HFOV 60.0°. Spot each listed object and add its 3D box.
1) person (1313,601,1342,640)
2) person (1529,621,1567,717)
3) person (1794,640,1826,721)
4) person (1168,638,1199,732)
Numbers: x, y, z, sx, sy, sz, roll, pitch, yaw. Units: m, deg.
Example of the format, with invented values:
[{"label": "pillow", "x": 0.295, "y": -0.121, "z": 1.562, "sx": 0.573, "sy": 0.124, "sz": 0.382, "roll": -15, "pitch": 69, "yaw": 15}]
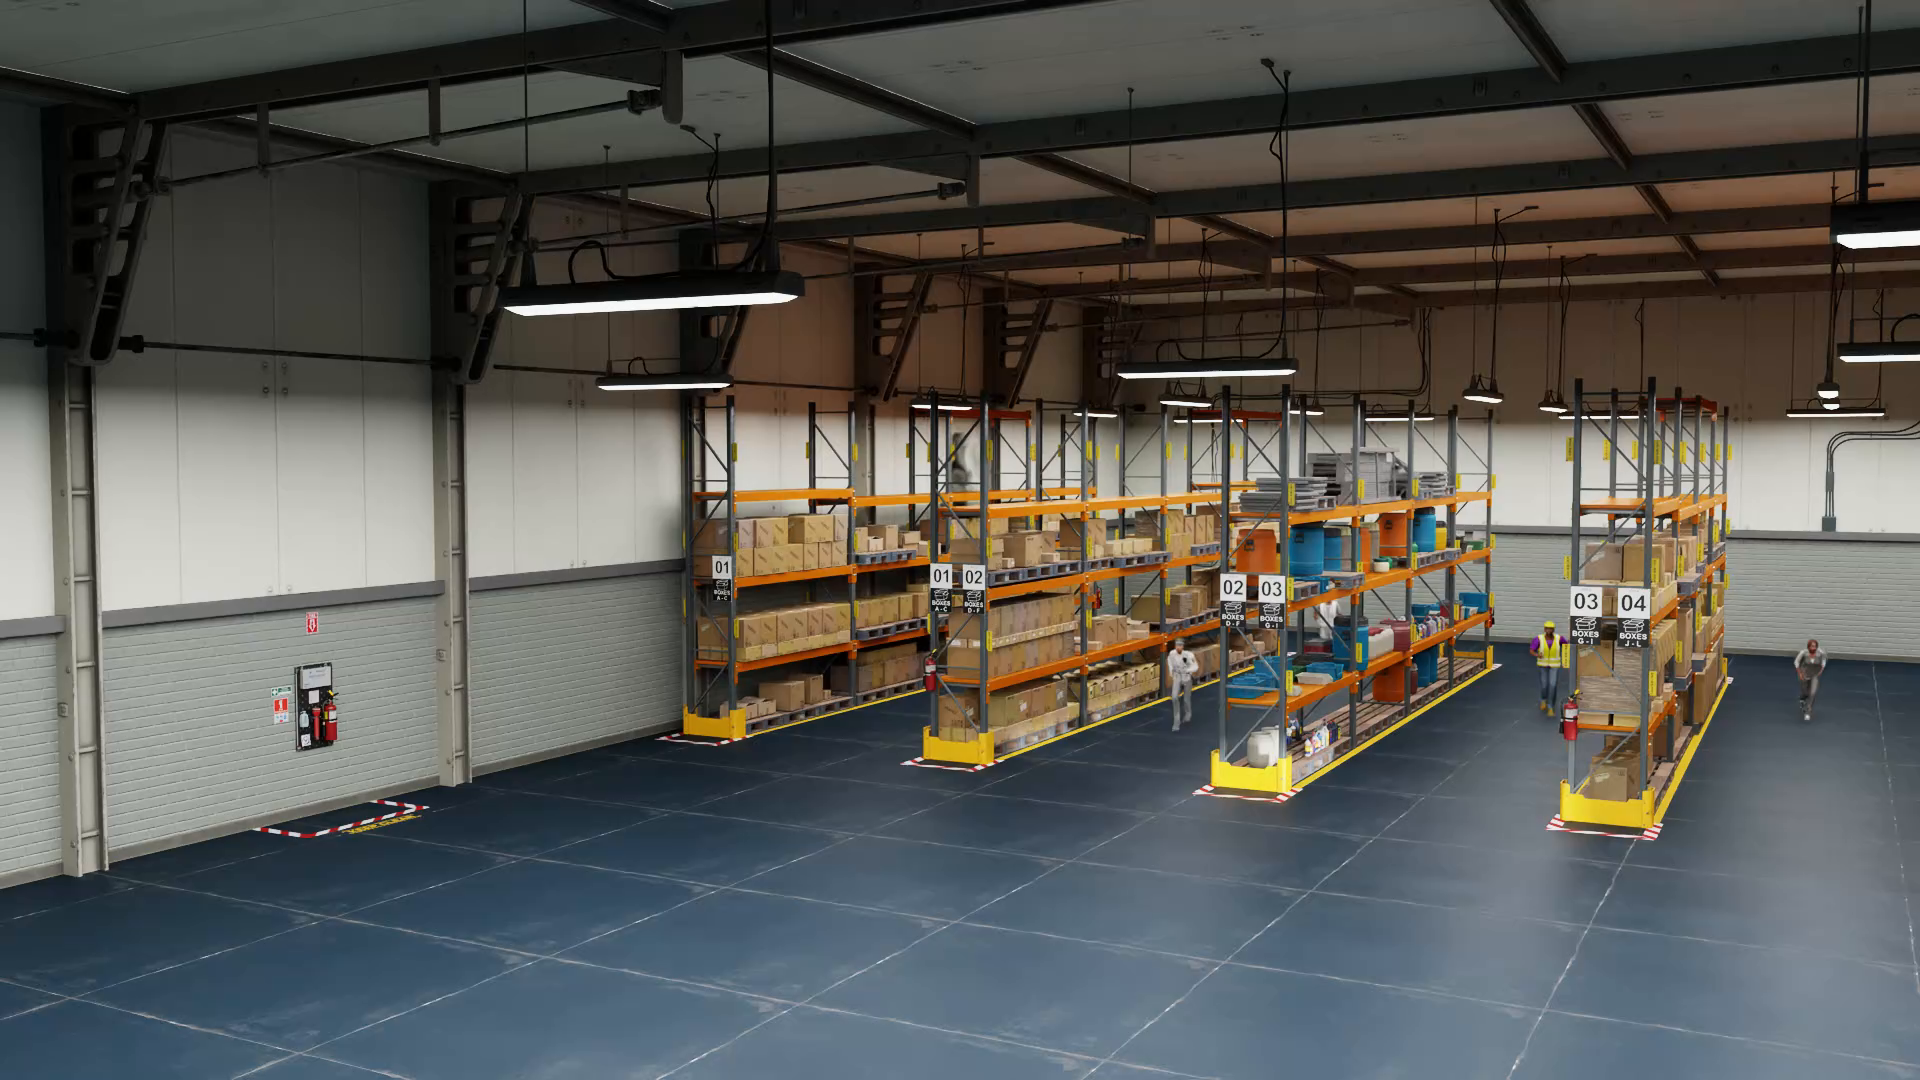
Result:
[{"label": "person", "x": 8.750, "y": 2.057, "z": 39.598, "sx": 0.683, "sy": 1.740, "sz": 0.616, "roll": 1, "pitch": 3, "yaw": 11}, {"label": "person", "x": 11.266, "y": 2.447, "z": 31.813, "sx": 0.722, "sy": 1.810, "sz": 0.829, "roll": 1, "pitch": 3, "yaw": 19}, {"label": "person", "x": 15.976, "y": 2.611, "z": 31.311, "sx": 0.546, "sy": 1.548, "sz": 0.854, "roll": 1, "pitch": 3, "yaw": 12}, {"label": "person", "x": 4.054, "y": 2.590, "z": 30.225, "sx": 0.613, "sy": 1.695, "sz": 0.962, "roll": 1, "pitch": 3, "yaw": 18}]
